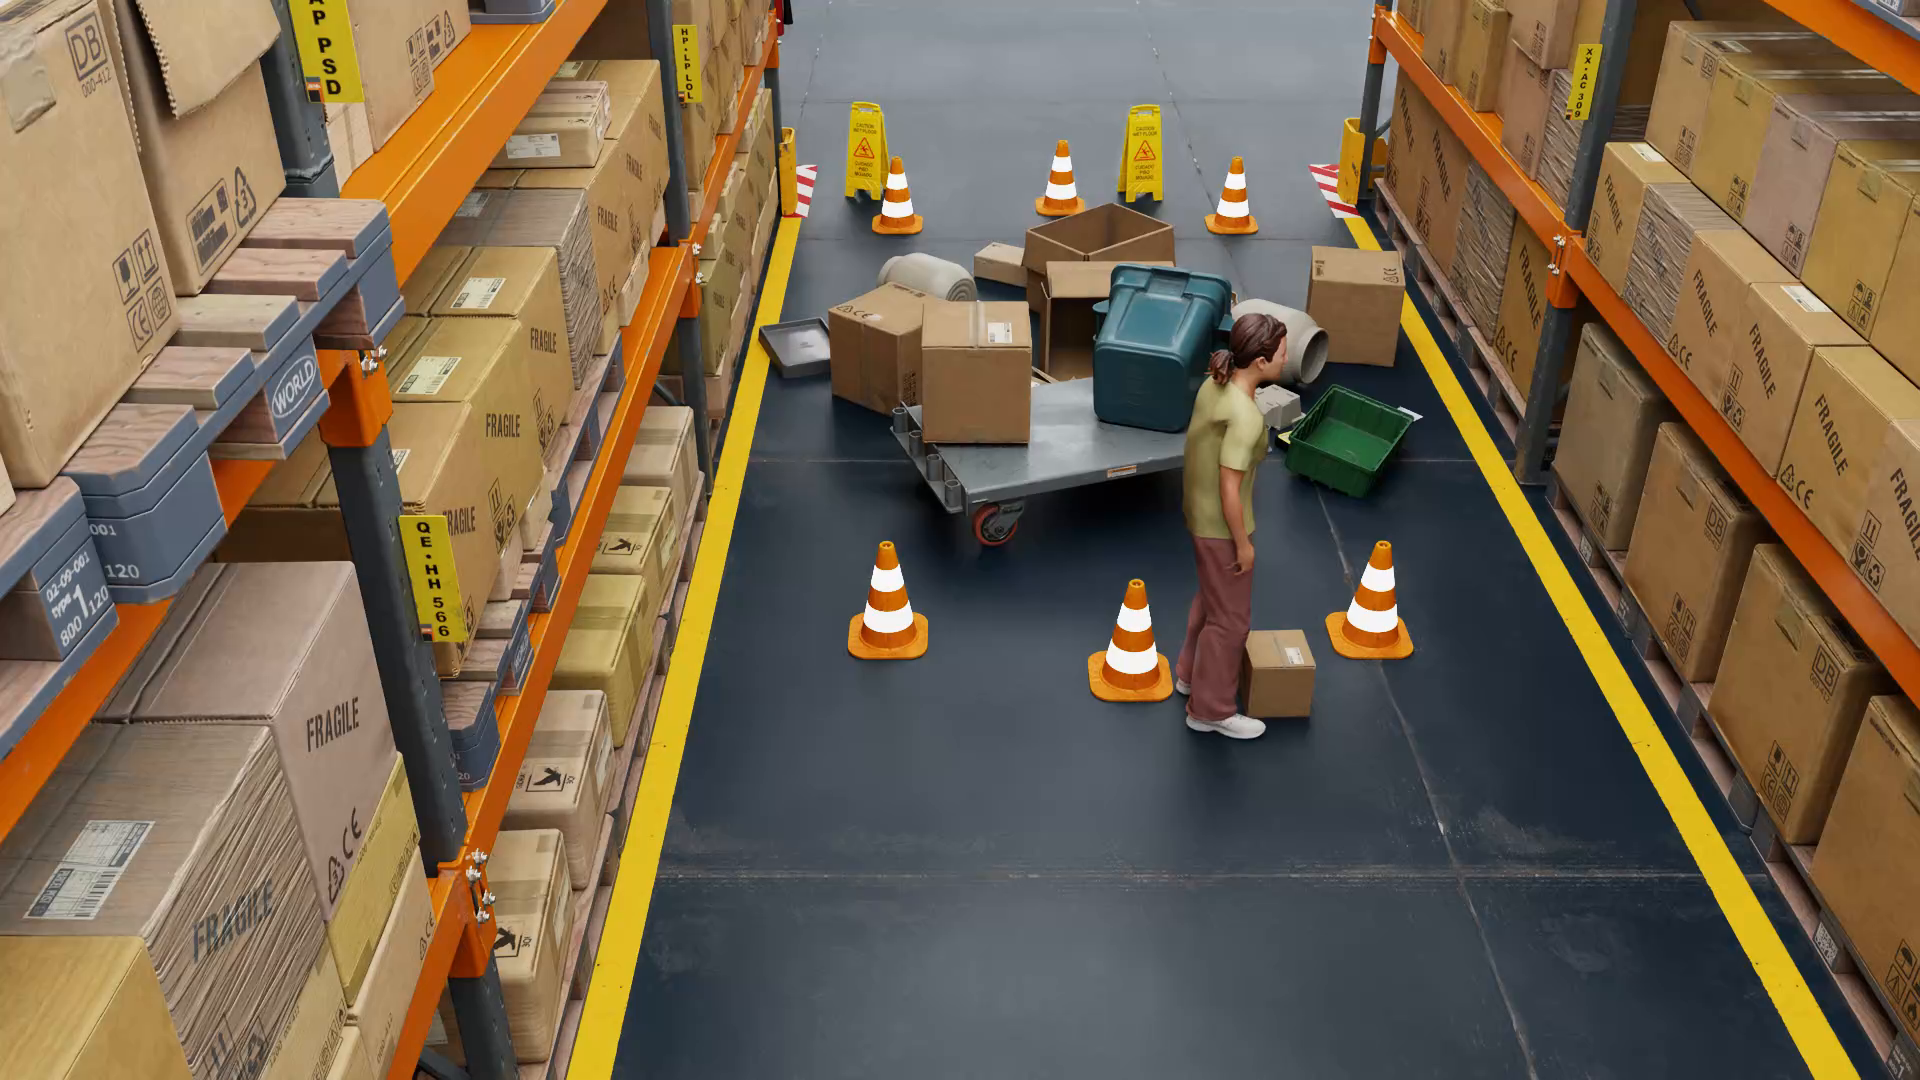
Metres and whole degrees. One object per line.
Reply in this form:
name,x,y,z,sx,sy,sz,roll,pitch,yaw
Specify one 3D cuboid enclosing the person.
person,1.009,-0.064,6.240,0.355,1.673,0.522,-2,32,-3
